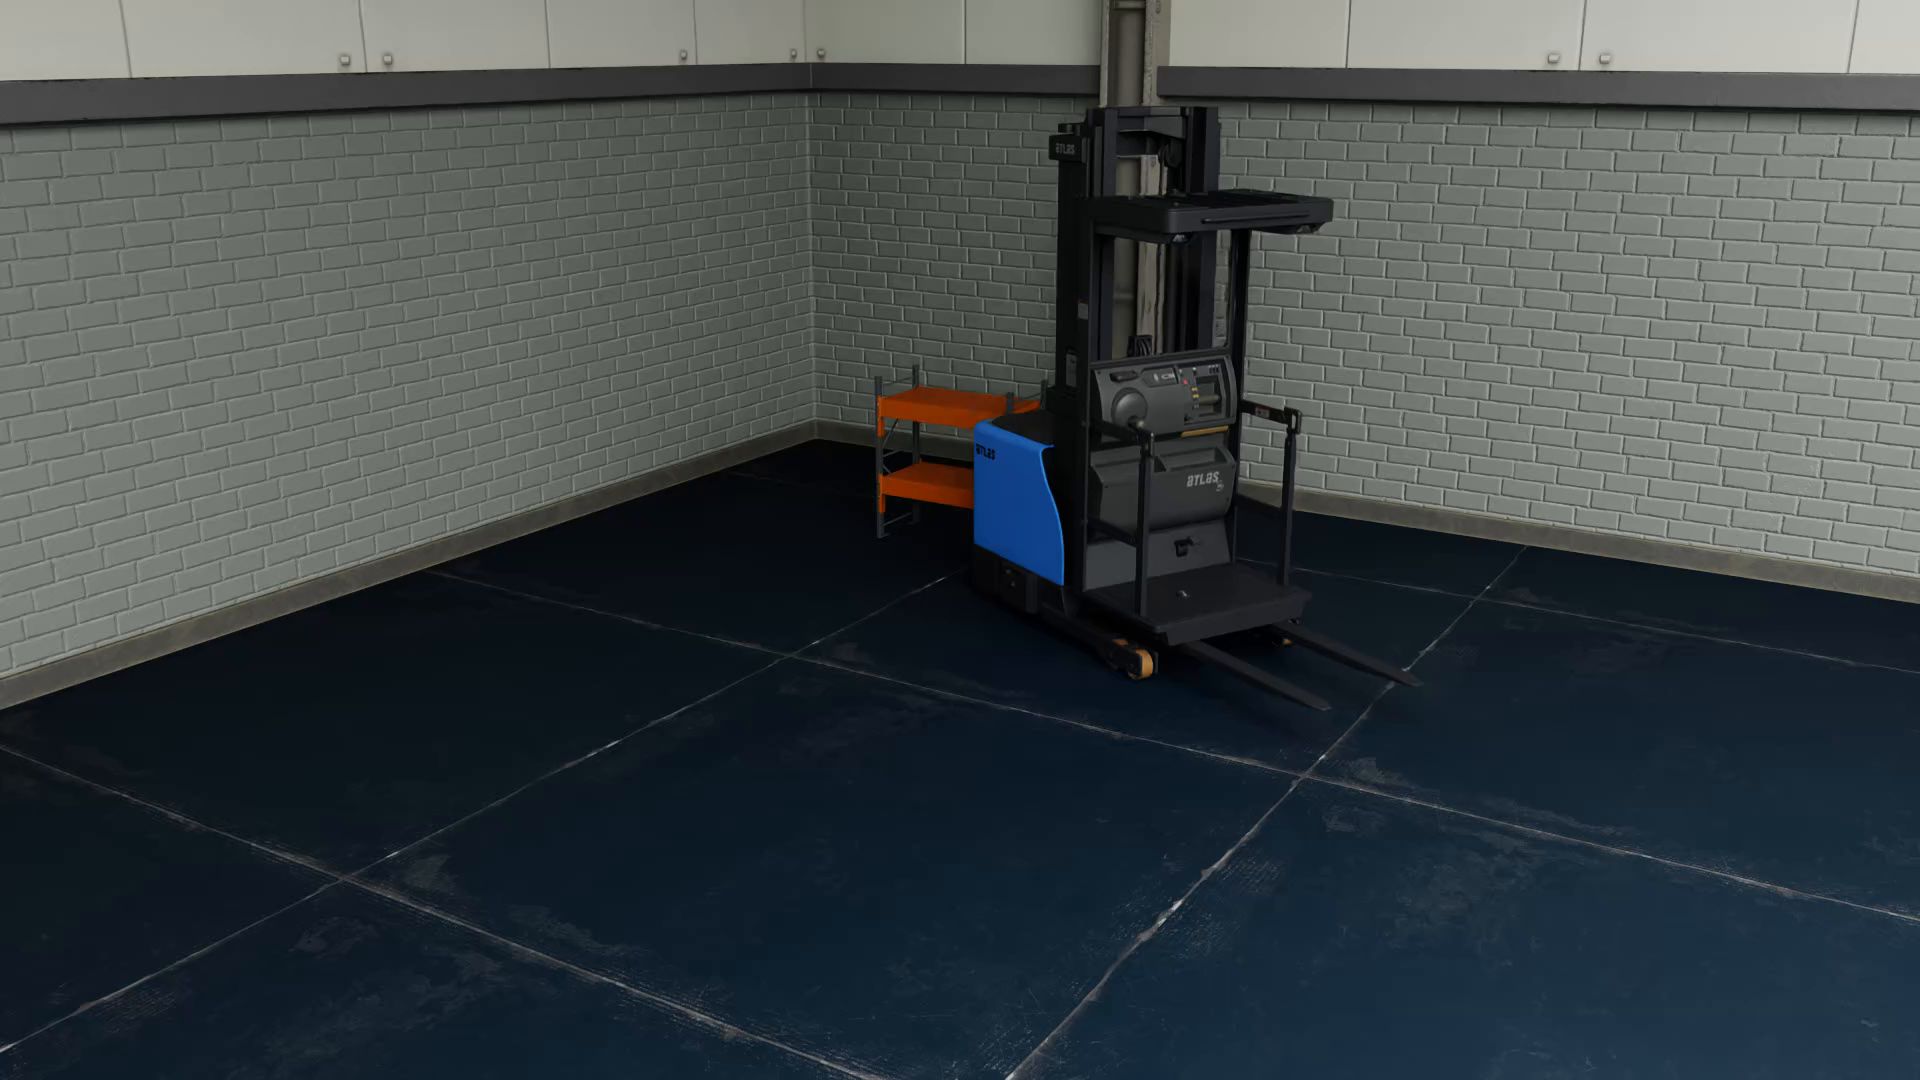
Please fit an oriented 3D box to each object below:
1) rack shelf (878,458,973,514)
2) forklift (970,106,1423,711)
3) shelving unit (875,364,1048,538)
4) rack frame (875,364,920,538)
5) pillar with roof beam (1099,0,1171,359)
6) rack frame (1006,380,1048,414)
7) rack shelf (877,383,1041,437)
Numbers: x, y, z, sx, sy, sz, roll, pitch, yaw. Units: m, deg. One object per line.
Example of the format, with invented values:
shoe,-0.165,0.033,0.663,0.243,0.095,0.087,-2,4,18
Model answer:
rack shelf,0.006,-0.303,11.285,1.000,0.278,0.538,10,20,30
forklift,1.248,-0.805,8.988,1.130,2.935,3.031,-10,19,-29
shelving unit,0.006,-0.537,11.214,1.048,1.125,0.538,10,20,30
rack frame,-0.427,-0.615,11.469,0.032,1.125,0.500,10,20,30
pillar with roof beam,-1.017,-3.630,7.849,0.400,9.000,9.100,10,20,30
rack frame,0.439,-0.460,10.960,0.032,1.125,0.500,10,20,30
rack shelf,0.006,-0.817,11.129,1.000,0.278,0.538,10,20,30
